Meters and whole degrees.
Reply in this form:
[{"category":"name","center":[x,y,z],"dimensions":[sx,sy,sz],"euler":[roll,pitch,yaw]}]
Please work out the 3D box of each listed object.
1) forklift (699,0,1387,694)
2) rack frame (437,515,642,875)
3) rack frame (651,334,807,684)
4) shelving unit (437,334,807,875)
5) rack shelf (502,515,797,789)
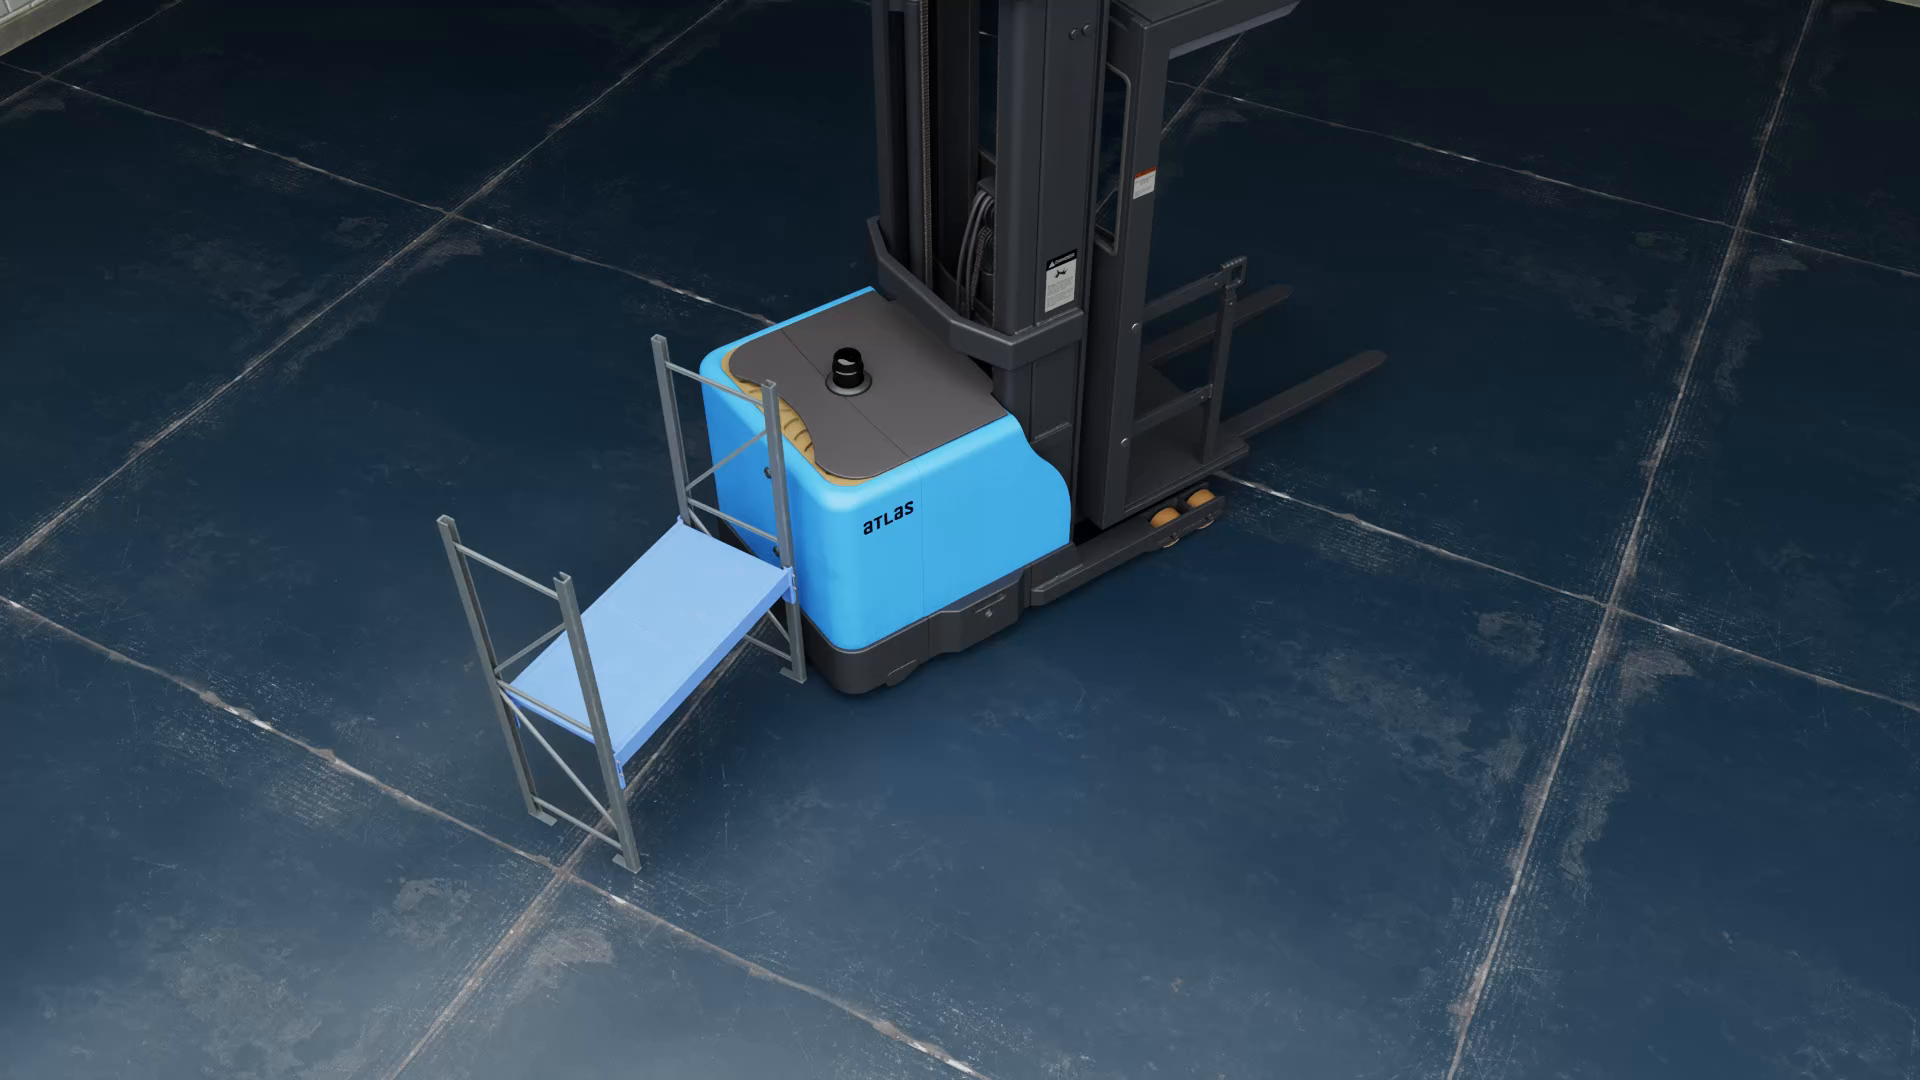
[{"category":"forklift","center":[0.510,-1.284,6.238],"dimensions":[3.031,2.935,1.130],"euler":[-26,51,-24]},{"category":"rack frame","center":[-1.347,0.551,5.430],"dimensions":[0.500,1.500,0.032],"euler":[23,50,21]},{"category":"rack frame","center":[-0.819,-0.067,6.041],"dimensions":[0.500,1.500,0.032],"euler":[23,50,21]},{"category":"shelving unit","center":[-1.083,0.242,5.736],"dimensions":[0.538,1.500,1.048],"euler":[23,50,21]},{"category":"rack shelf","center":[-1.083,0.369,5.864],"dimensions":[0.538,0.185,1.000],"euler":[23,50,21]}]
